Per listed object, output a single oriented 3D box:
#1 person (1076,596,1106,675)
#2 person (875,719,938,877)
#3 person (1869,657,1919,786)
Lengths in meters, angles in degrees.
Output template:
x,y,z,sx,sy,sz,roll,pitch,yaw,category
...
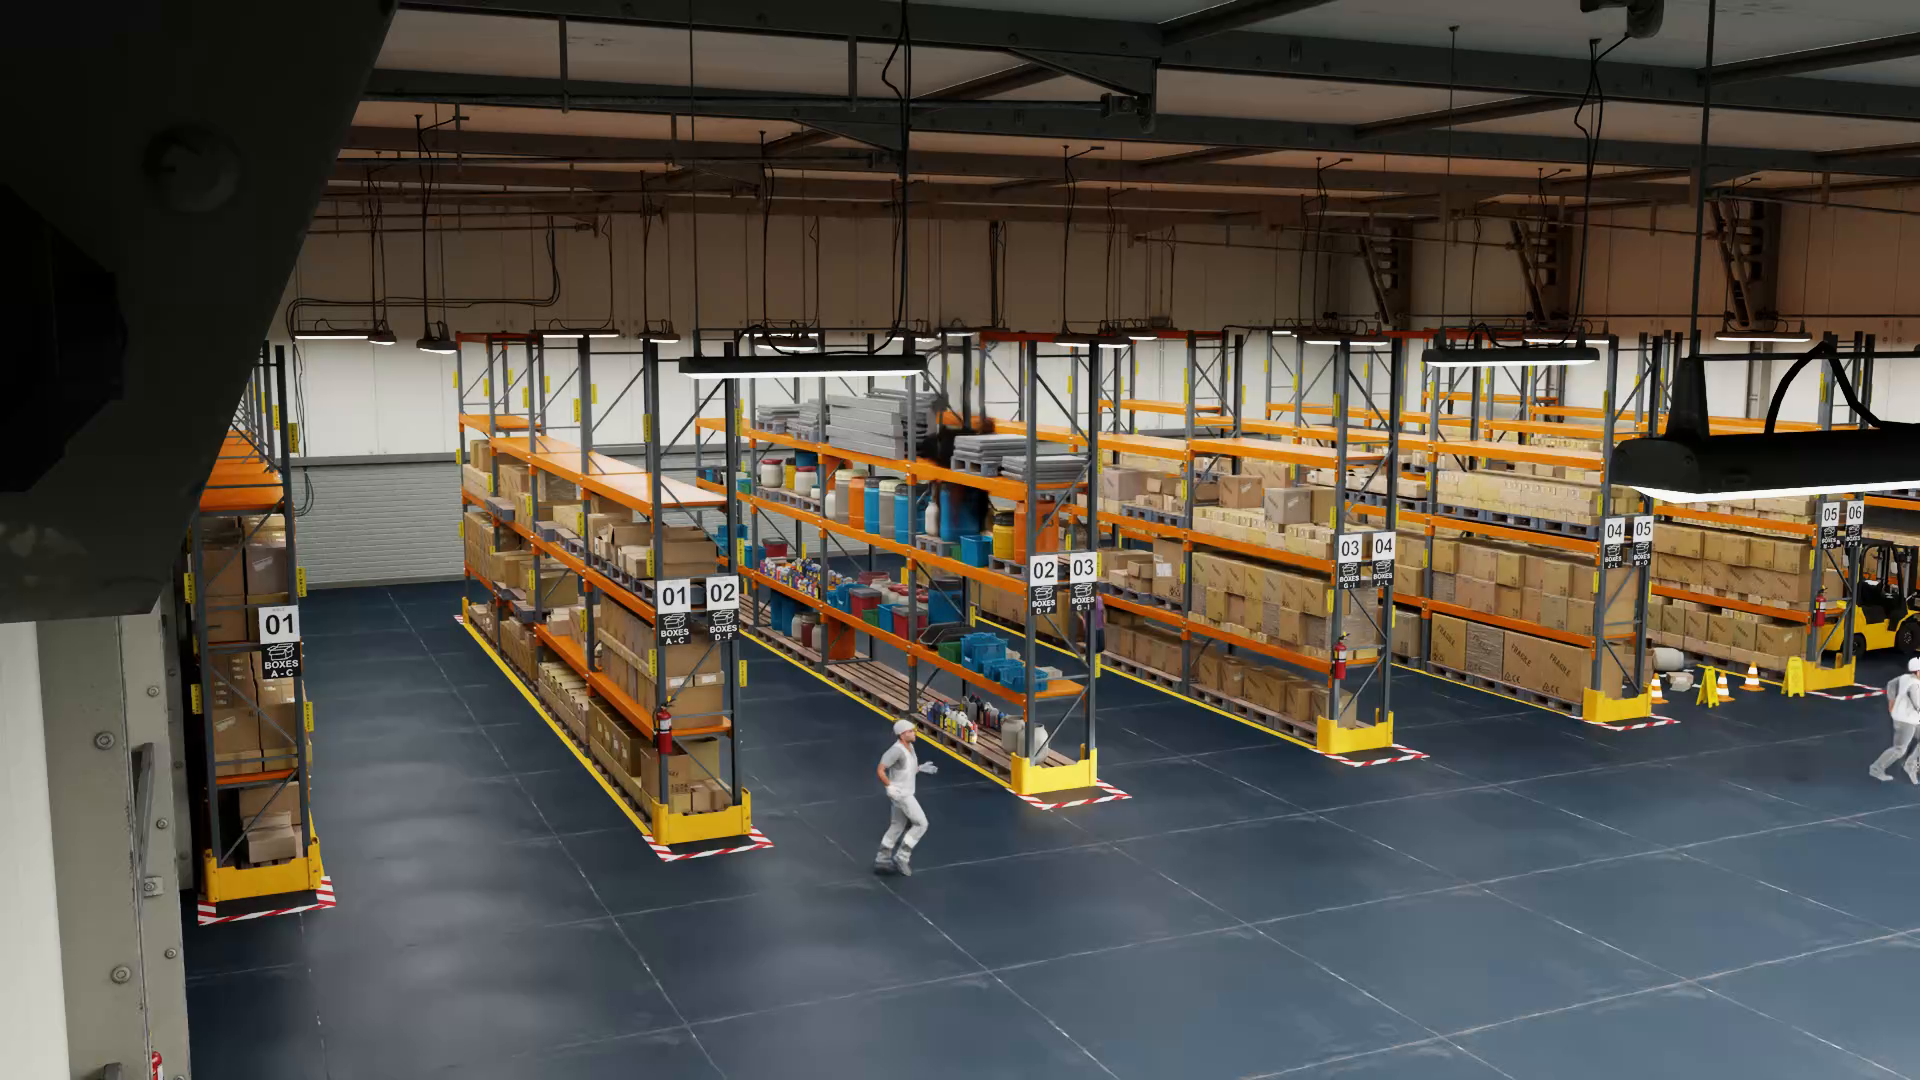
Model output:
x,y,z,sx,sy,sz,roll,pitch,yaw,category
2.241,1.599,28.143,0.539,1.323,0.566,-3,8,-23,person
-0.615,2.919,18.934,0.706,1.803,0.603,1,8,4,person
12.777,2.444,22.426,0.814,1.774,0.681,3,8,22,person
